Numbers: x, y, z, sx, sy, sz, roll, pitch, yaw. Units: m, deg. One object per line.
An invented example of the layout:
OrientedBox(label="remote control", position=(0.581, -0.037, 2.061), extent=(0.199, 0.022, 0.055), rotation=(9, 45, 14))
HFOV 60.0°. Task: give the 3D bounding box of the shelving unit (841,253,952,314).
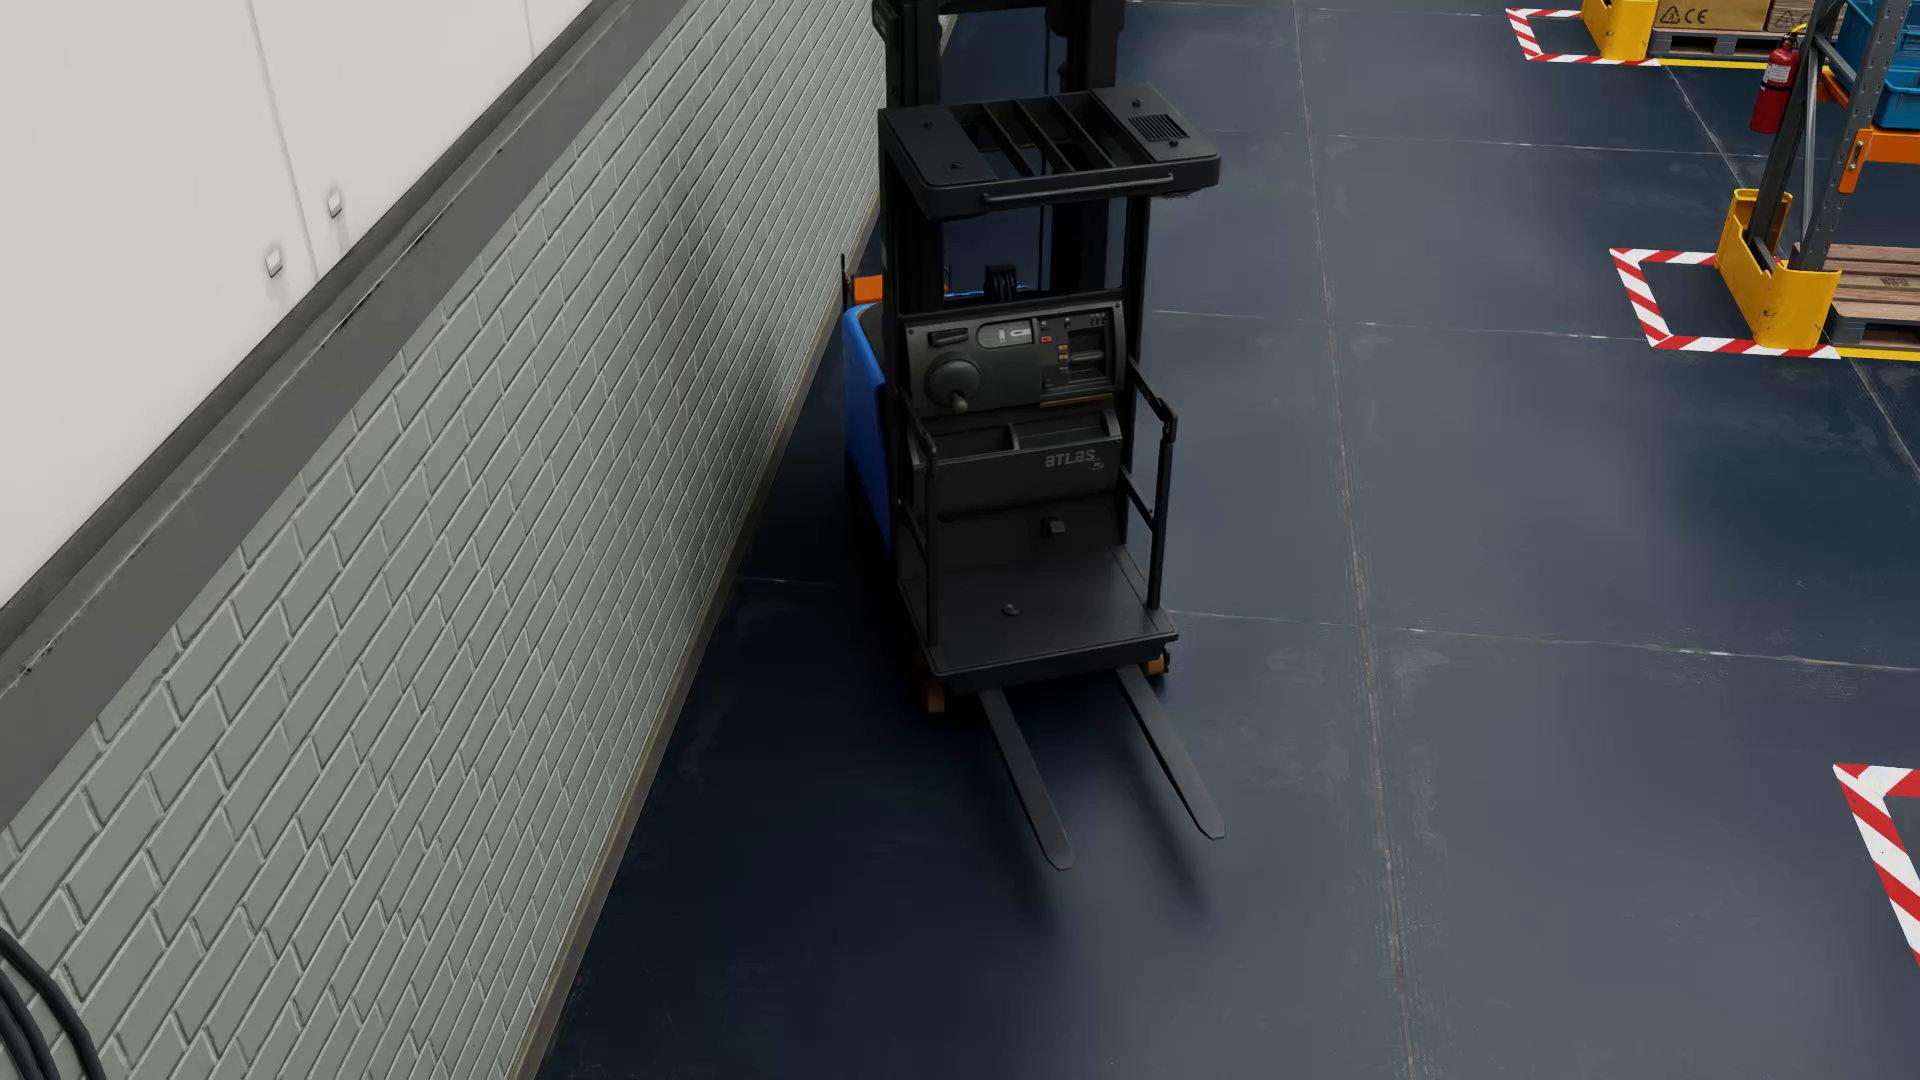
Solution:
OrientedBox(label="shelving unit", position=(-0.311, -0.888, 8.462), extent=(0.503, 1.200, 0.258), rotation=(-9, 37, -13))

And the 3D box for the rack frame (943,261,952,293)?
OrientedBox(label="rack frame", position=(-0.076, -0.926, 8.515), extent=(0.015, 1.200, 0.240), rotation=(-9, 37, -13))

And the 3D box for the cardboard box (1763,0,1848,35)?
OrientedBox(label="cardboard box", position=(7.175, -4.782, 13.835), extent=(0.875, 0.875, 0.875), rotation=(4, 36, 6))

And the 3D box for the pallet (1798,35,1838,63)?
OrientedBox(label="pallet", position=(7.637, -4.303, 14.098), extent=(1.213, 0.211, 1.003), rotation=(4, 36, 6))

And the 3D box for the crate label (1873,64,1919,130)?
OrientedBox(label="crate label", position=(5.200, -2.439, 9.177), extent=(0.303, 0.233, 0.416), rotation=(4, 36, 6))

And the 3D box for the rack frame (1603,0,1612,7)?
OrientedBox(label="rack frame", position=(5.628, -5.544, 13.436), extent=(0.127, 3.000, 1.000), rotation=(4, 36, 6))

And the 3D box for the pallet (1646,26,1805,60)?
OrientedBox(label="pallet", position=(6.431, -4.395, 14.226), extent=(1.213, 0.211, 1.003), rotation=(4, 36, 6))

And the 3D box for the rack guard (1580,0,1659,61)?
OrientedBox(label="rack guard", position=(5.604, -4.528, 14.165), extent=(0.348, 0.500, 1.175), rotation=(4, 36, 6))

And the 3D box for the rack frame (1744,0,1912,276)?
OrientedBox(label="rack frame", position=(4.997, -2.690, 9.437), extent=(0.127, 3.000, 1.000), rotation=(4, 36, 6))

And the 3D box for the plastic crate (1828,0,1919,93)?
OrientedBox(label="plastic crate", position=(5.353, -2.812, 9.526), extent=(0.499, 0.435, 0.616), rotation=(4, 36, 6))

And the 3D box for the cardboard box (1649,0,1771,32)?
OrientedBox(label="cardboard box", position=(6.273, -4.849, 13.930), extent=(0.875, 0.875, 0.875), rotation=(4, 36, 6))

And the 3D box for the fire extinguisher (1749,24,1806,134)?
OrientedBox(label="fire extinguisher", position=(4.905, -2.780, 9.951), extent=(0.183, 0.674, 0.296), rotation=(4, 36, 6))

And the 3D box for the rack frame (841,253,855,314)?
OrientedBox(label="rack frame", position=(-0.546, -0.850, 8.409), extent=(0.015, 1.200, 0.240), rotation=(-9, 37, -13))

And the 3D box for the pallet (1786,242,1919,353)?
OrientedBox(label="pallet", position=(5.810, -1.472, 10.131), extent=(1.213, 0.211, 1.003), rotation=(4, 36, 6))

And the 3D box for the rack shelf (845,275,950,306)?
OrientedBox(label="rack shelf", position=(-0.311, -1.208, 8.234), extent=(0.480, 0.148, 0.258), rotation=(-9, 37, -13))

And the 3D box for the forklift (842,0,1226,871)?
OrientedBox(label="forklift", position=(0.292, -0.689, 6.693), extent=(1.130, 2.935, 3.031), rotation=(-9, 36, -12))

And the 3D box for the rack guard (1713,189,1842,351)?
OrientedBox(label="rack guard", position=(4.971, -1.667, 10.156), extent=(0.348, 0.500, 1.175), rotation=(4, 36, 6))

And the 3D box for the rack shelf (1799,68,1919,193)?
OrientedBox(label="rack shelf", position=(6.981, -2.250, 9.439), extent=(4.000, 0.370, 1.077), rotation=(4, 36, 6))
